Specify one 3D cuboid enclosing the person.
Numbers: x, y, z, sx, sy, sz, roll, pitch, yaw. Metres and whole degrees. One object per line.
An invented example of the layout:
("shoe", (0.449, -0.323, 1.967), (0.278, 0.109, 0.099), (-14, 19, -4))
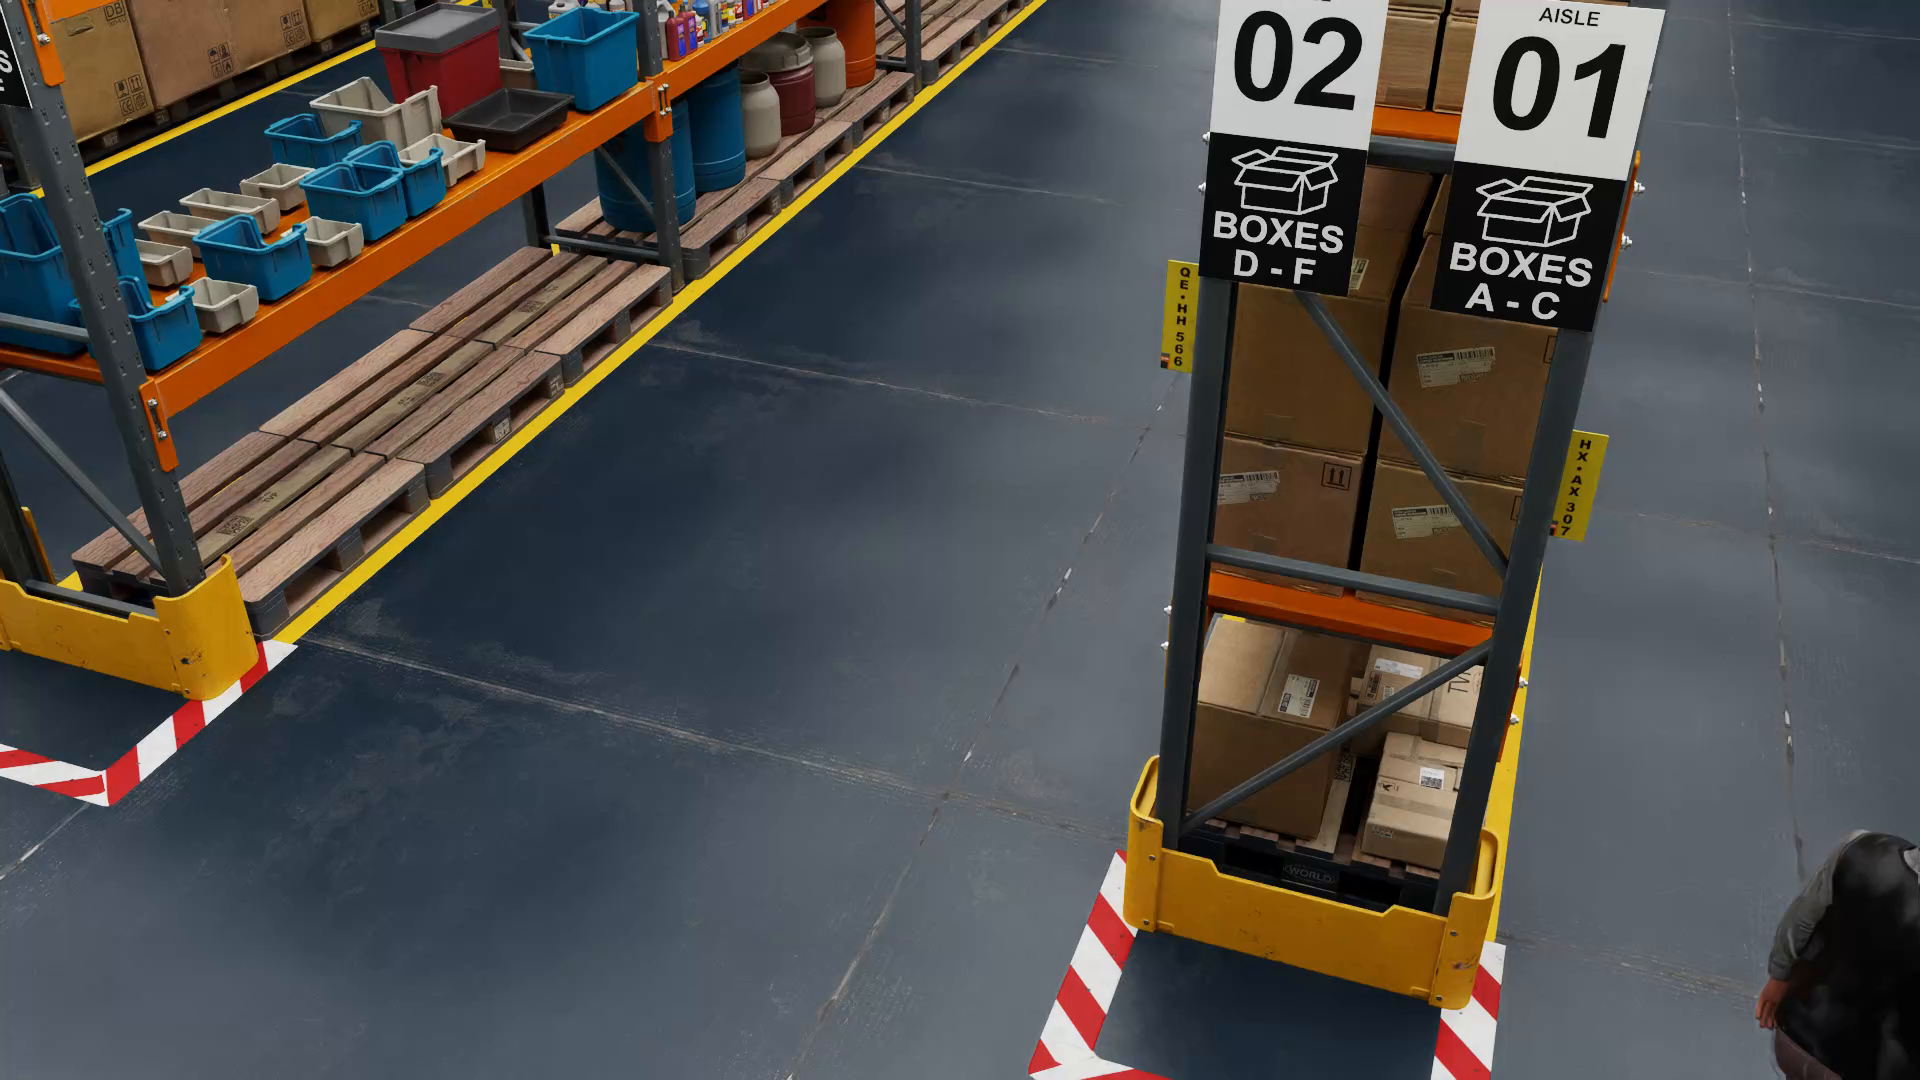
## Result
("person", (2.205, 1.293, 4.159), (0.496, 1.703, 0.570), (-13, 35, -19))
